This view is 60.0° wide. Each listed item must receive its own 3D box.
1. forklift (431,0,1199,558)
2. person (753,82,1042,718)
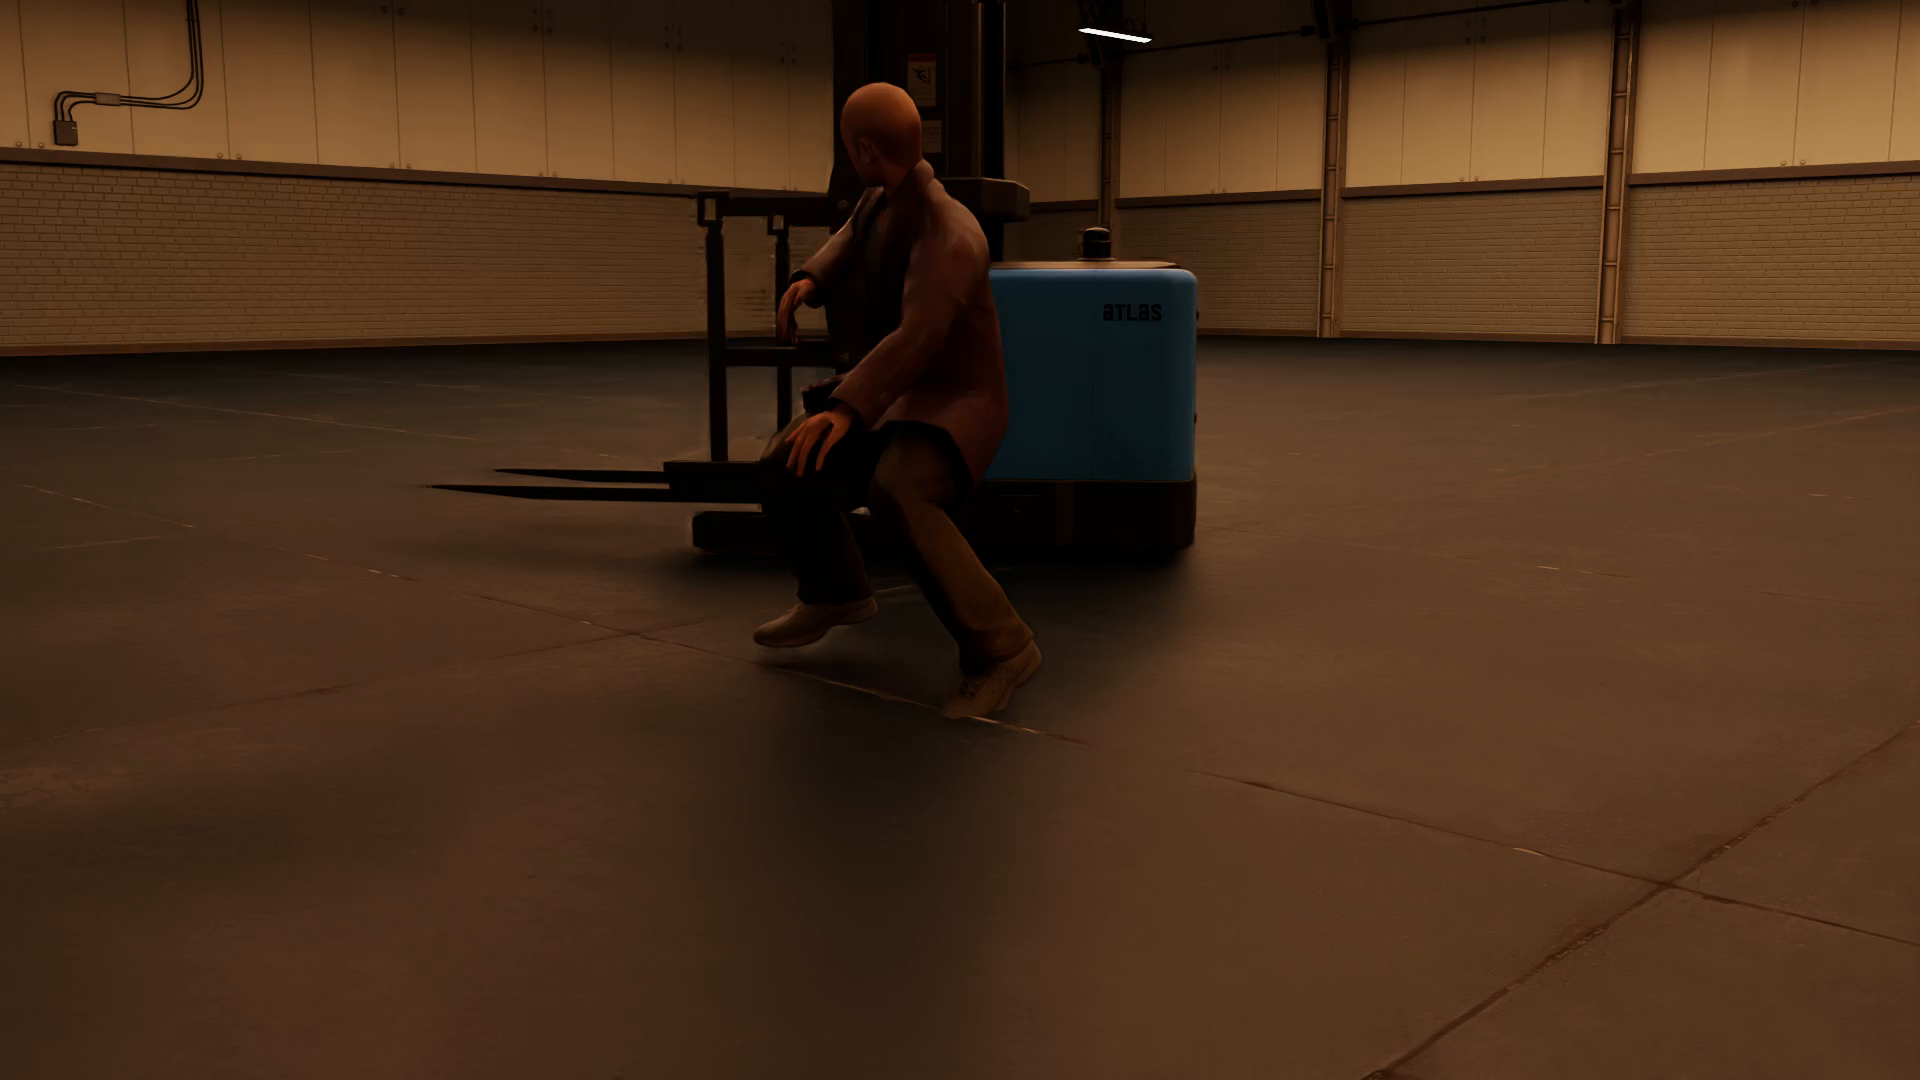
[{"bbox_3d":[-0.574,-1.460,6.573,3.031,2.935,1.130,1,9,8],"label":"forklift"},{"bbox_3d":[-0.227,-0.343,4.170,0.861,1.542,0.879,-6,10,-35],"label":"person"}]
